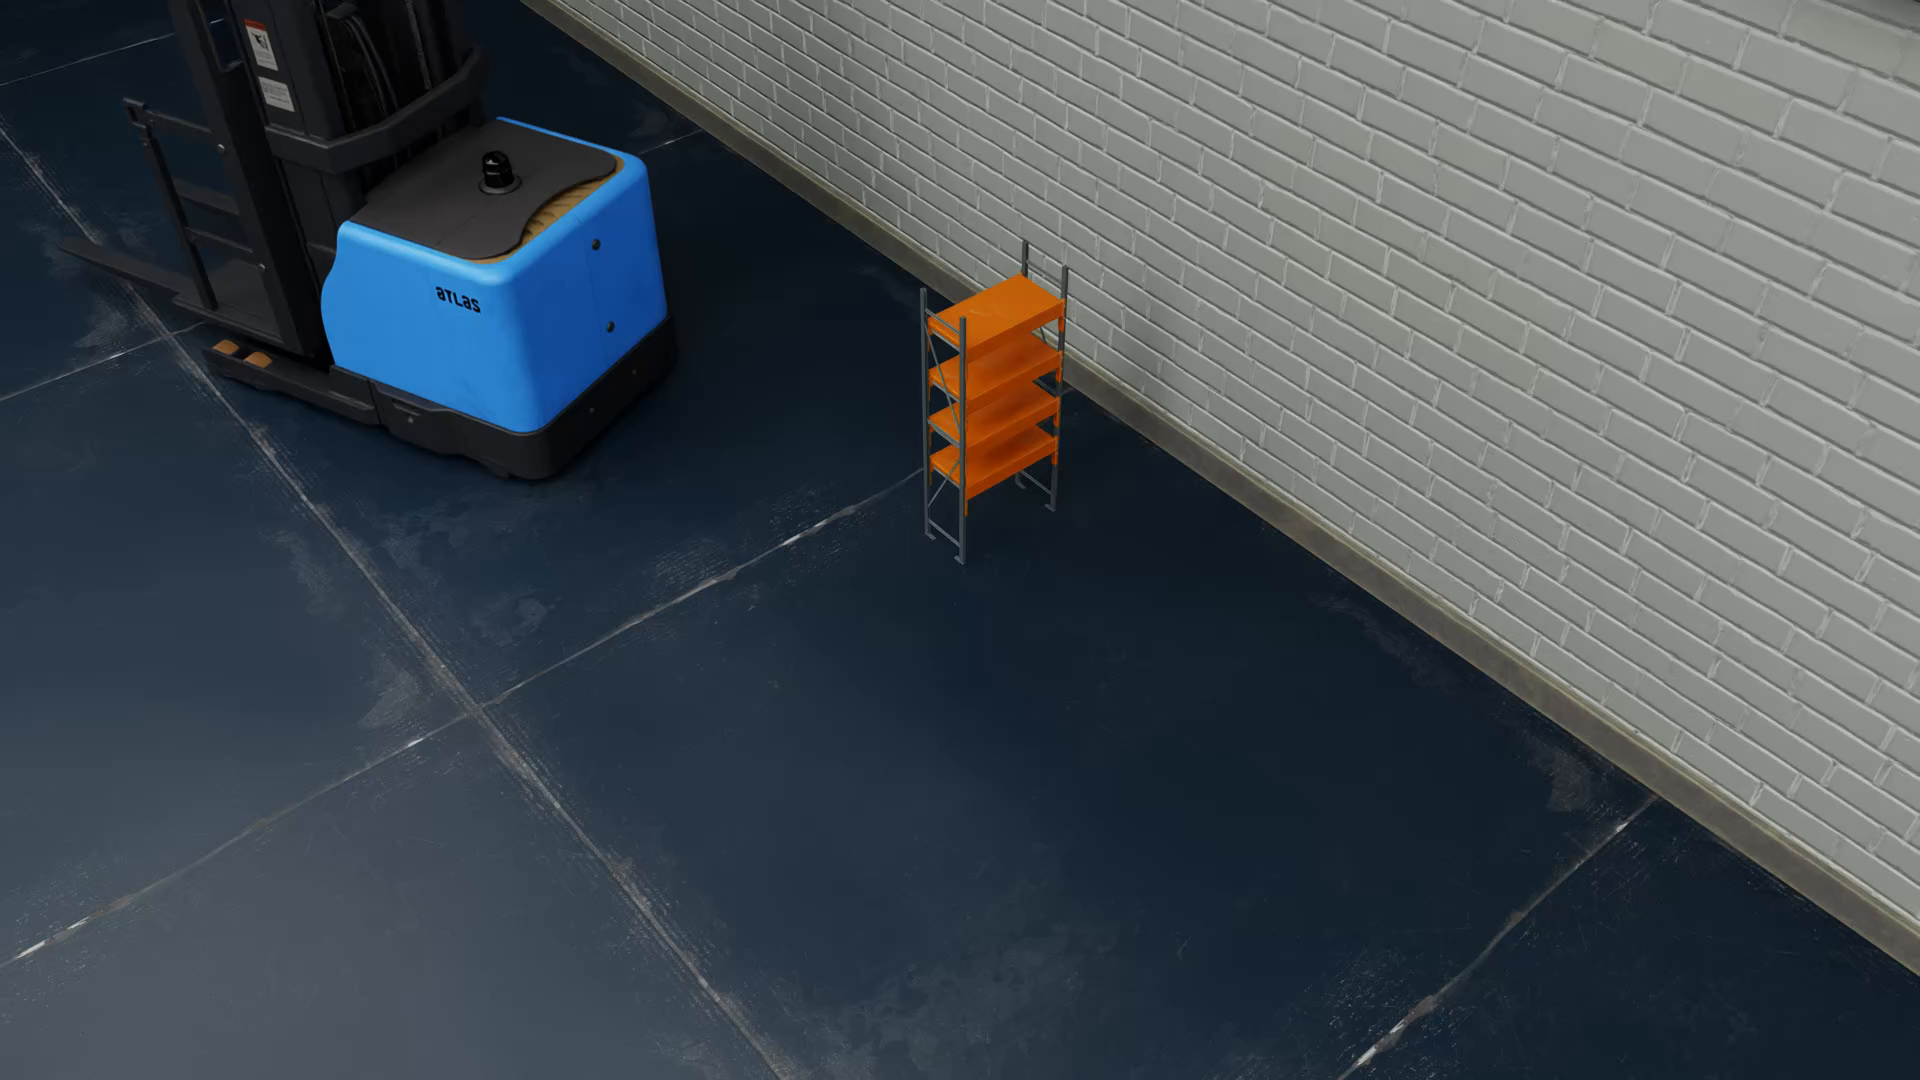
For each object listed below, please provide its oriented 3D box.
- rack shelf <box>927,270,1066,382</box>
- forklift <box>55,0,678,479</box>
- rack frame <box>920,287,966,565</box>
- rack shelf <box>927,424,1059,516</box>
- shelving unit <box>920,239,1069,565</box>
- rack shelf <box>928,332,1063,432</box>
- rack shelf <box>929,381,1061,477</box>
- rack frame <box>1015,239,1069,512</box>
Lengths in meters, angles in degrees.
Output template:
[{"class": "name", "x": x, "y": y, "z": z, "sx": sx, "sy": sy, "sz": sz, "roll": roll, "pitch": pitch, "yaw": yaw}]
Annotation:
[{"class": "rack shelf", "x": 0.127, "y": -0.796, "z": 6.148, "sx": 0.480, "sy": 0.148, "sz": 0.258, "roll": -30, "pitch": 51, "yaw": -28}, {"class": "forklift", "x": -2.826, "y": -2.042, "z": 6.783, "sx": 3.031, "sy": 2.935, "sz": 1.130, "roll": 20, "pitch": 47, "yaw": 20}, {"class": "rack frame", "x": -0.060, "y": -0.403, "z": 6.303, "sx": 0.015, "sy": 1.200, "sz": 0.240, "roll": -30, "pitch": 51, "yaw": -28}, {"class": "rack shelf", "x": 0.127, "y": -0.316, "z": 6.599, "sx": 0.480, "sy": 0.148, "sz": 0.258, "roll": -30, "pitch": 51, "yaw": -28}, {"class": "shelving unit", "x": 0.127, "y": -0.510, "z": 6.417, "sx": 0.503, "sy": 1.200, "sz": 0.258, "roll": -30, "pitch": 51, "yaw": -28}, {"class": "rack shelf", "x": 0.127, "y": -0.624, "z": 6.310, "sx": 0.480, "sy": 0.148, "sz": 0.258, "roll": -30, "pitch": 51, "yaw": -28}, {"class": "rack shelf", "x": 0.127, "y": -0.461, "z": 6.463, "sx": 0.480, "sy": 0.148, "sz": 0.258, "roll": -30, "pitch": 51, "yaw": -28}, {"class": "rack frame", "x": 0.314, "y": -0.617, "z": 6.531, "sx": 0.015, "sy": 1.200, "sz": 0.240, "roll": -30, "pitch": 51, "yaw": -28}]
